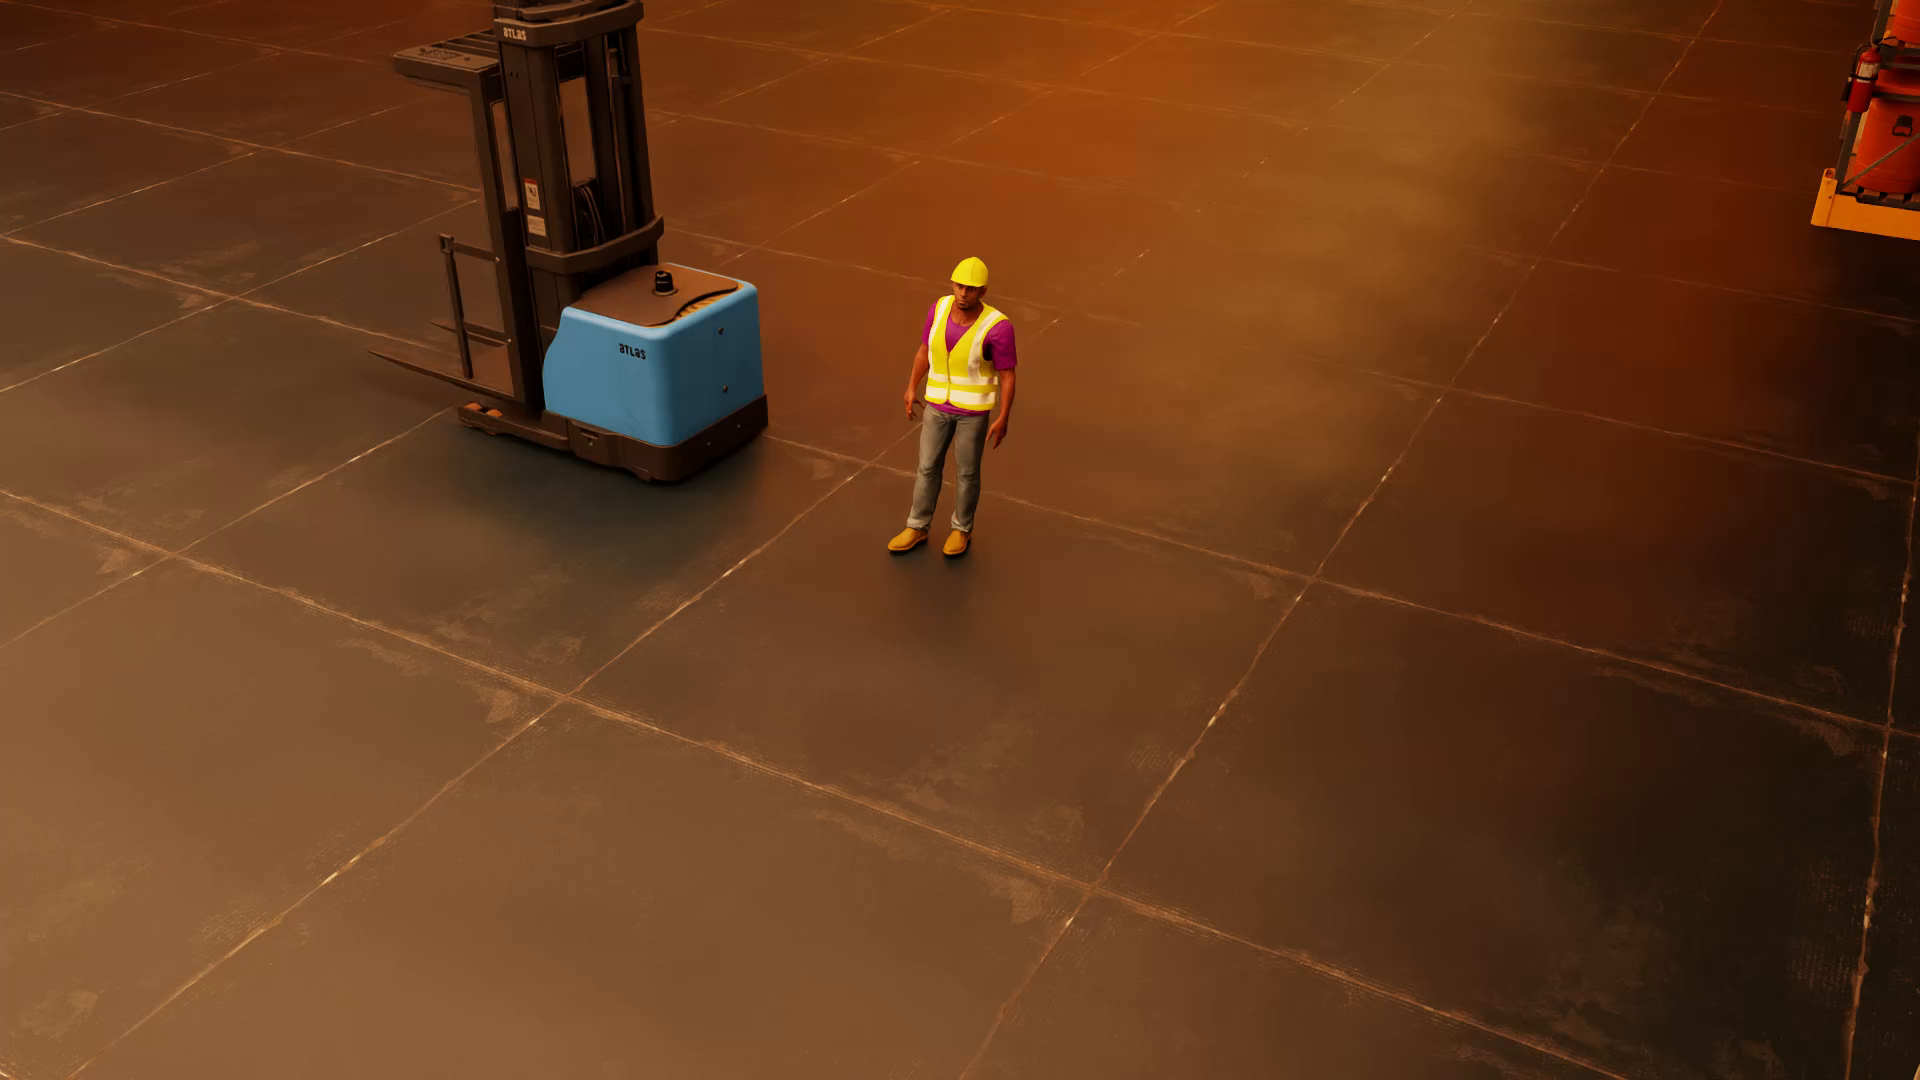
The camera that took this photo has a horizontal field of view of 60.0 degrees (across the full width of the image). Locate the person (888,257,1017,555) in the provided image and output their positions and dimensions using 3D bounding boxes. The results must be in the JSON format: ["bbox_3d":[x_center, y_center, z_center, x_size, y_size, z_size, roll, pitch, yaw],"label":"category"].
[{"bbox_3d":[-0.039,-0.743,9.508,0.665,1.765,0.577,15,33,25],"label":"person"}]

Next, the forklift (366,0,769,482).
[{"bbox_3d":[-2.810,-2.185,10.856,3.031,2.935,1.130,18,34,28],"label":"forklift"}]
